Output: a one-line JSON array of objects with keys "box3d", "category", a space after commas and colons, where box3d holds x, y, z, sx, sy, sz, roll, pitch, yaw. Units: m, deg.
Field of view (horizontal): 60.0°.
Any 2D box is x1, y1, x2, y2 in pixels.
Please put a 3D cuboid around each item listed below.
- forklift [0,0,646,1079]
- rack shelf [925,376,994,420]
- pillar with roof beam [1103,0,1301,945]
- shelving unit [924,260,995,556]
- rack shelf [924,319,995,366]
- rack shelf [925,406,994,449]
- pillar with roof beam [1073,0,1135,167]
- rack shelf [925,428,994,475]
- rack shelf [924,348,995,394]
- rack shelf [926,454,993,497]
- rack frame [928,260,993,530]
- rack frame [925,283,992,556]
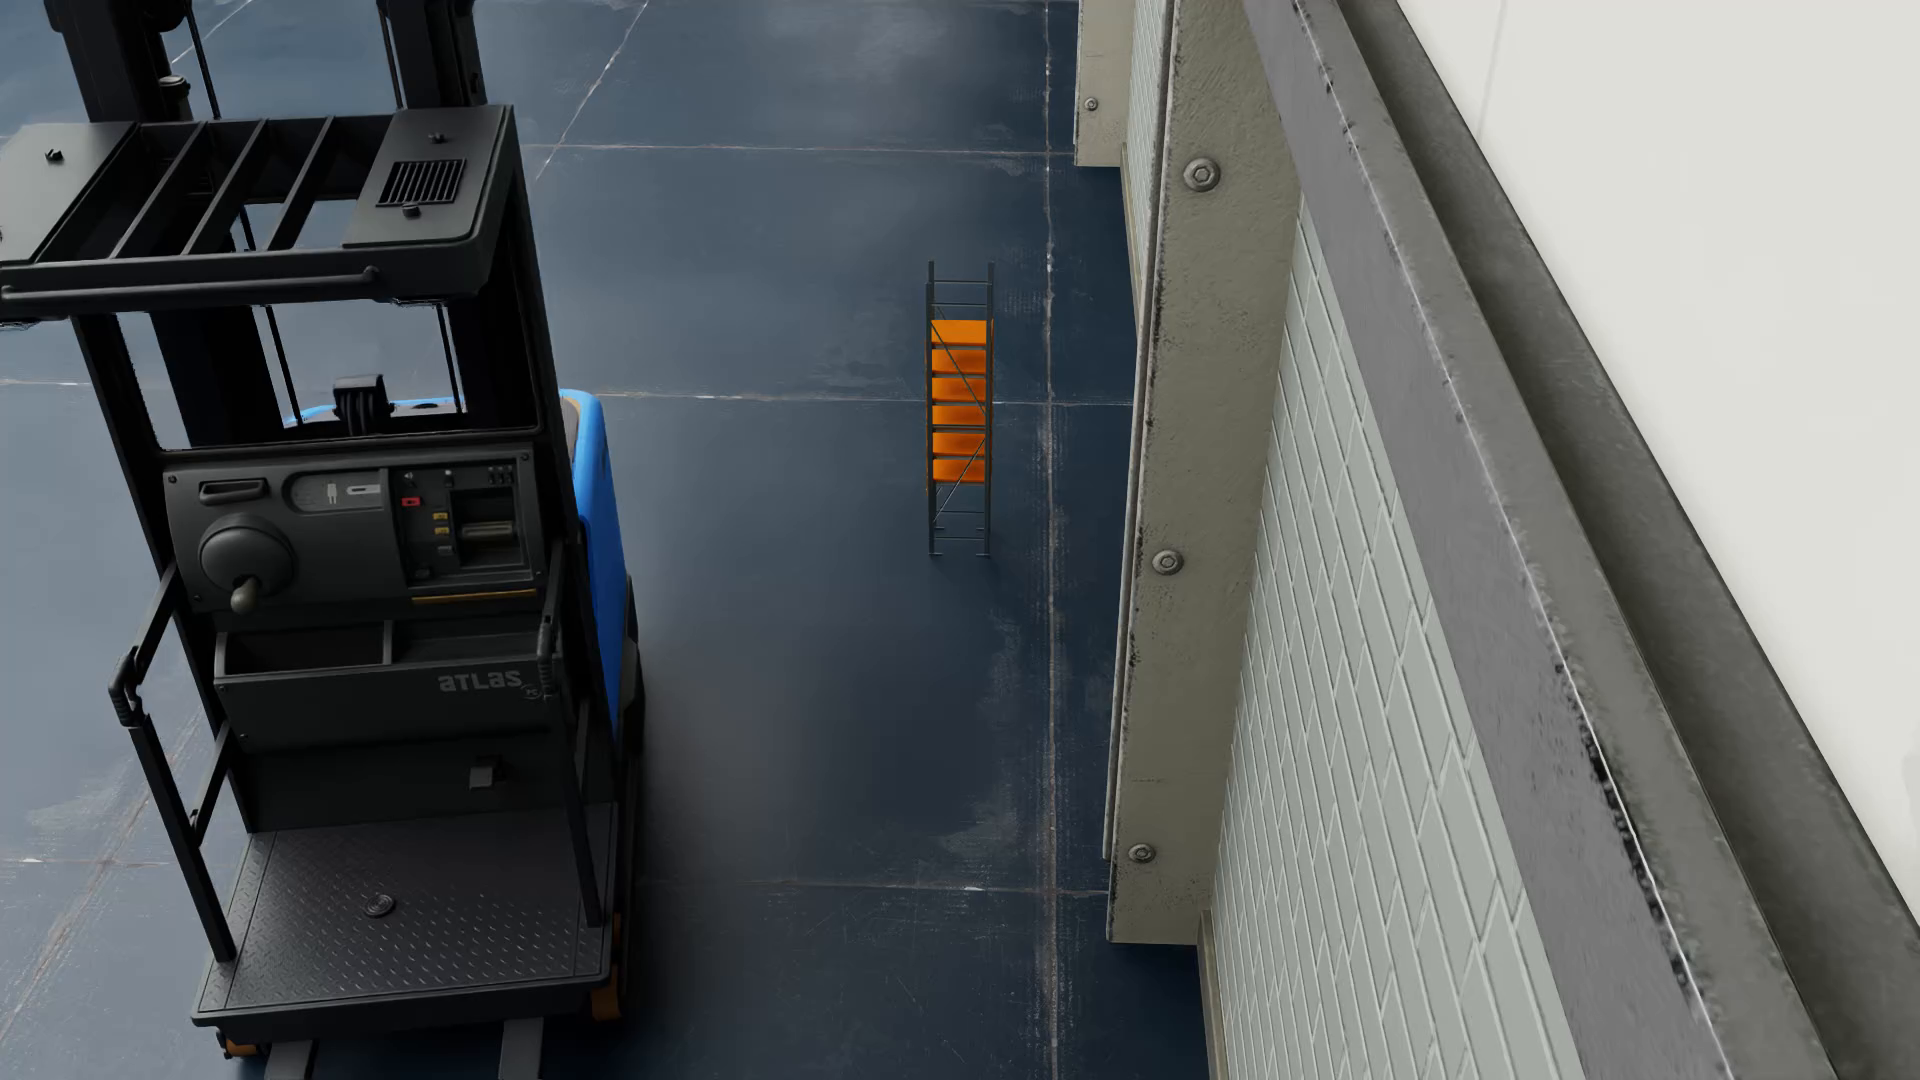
[{"box3d": [-1.538, 0.036, 4.150, 1.130, 2.935, 3.031, -4, 35, -6], "category": "forklift"}, {"box3d": [-0.001, -0.544, 6.350, 0.258, 0.103, 0.180, 1, 35, 2], "category": "rack shelf"}, {"box3d": [-3.696, -2.678, 2.734, 9.100, 9.000, 0.400, 1, 35, 2], "category": "pillar with roof beam"}, {"box3d": [-0.001, -0.483, 6.393, 0.258, 1.200, 0.189, 1, 35, 2], "category": "shelving unit"}, {"box3d": [-0.001, -0.741, 6.212, 0.258, 0.103, 0.180, 1, 35, 2], "category": "rack shelf"}, {"box3d": [-0.001, -0.446, 6.419, 0.258, 0.103, 0.180, 1, 35, 2], "category": "rack shelf"}, {"box3d": [-3.455, -6.125, 7.639, 9.100, 9.000, 0.400, 1, 35, 2], "category": "pillar with roof beam"}, {"box3d": [-0.001, -0.348, 6.488, 0.258, 0.103, 0.180, 1, 35, 2], "category": "rack shelf"}, {"box3d": [-0.001, -0.643, 6.281, 0.258, 0.103, 0.180, 1, 35, 2], "category": "rack shelf"}, {"box3d": [-0.001, -0.250, 6.557, 0.258, 0.103, 0.180, 1, 35, 2], "category": "rack shelf"}, {"box3d": [0.003, -0.535, 6.468, 0.240, 1.200, 0.006, 1, 35, 2], "category": "rack frame"}, {"box3d": [-0.004, -0.430, 6.318, 0.240, 1.200, 0.006, 1, 35, 2], "category": "rack frame"}]
